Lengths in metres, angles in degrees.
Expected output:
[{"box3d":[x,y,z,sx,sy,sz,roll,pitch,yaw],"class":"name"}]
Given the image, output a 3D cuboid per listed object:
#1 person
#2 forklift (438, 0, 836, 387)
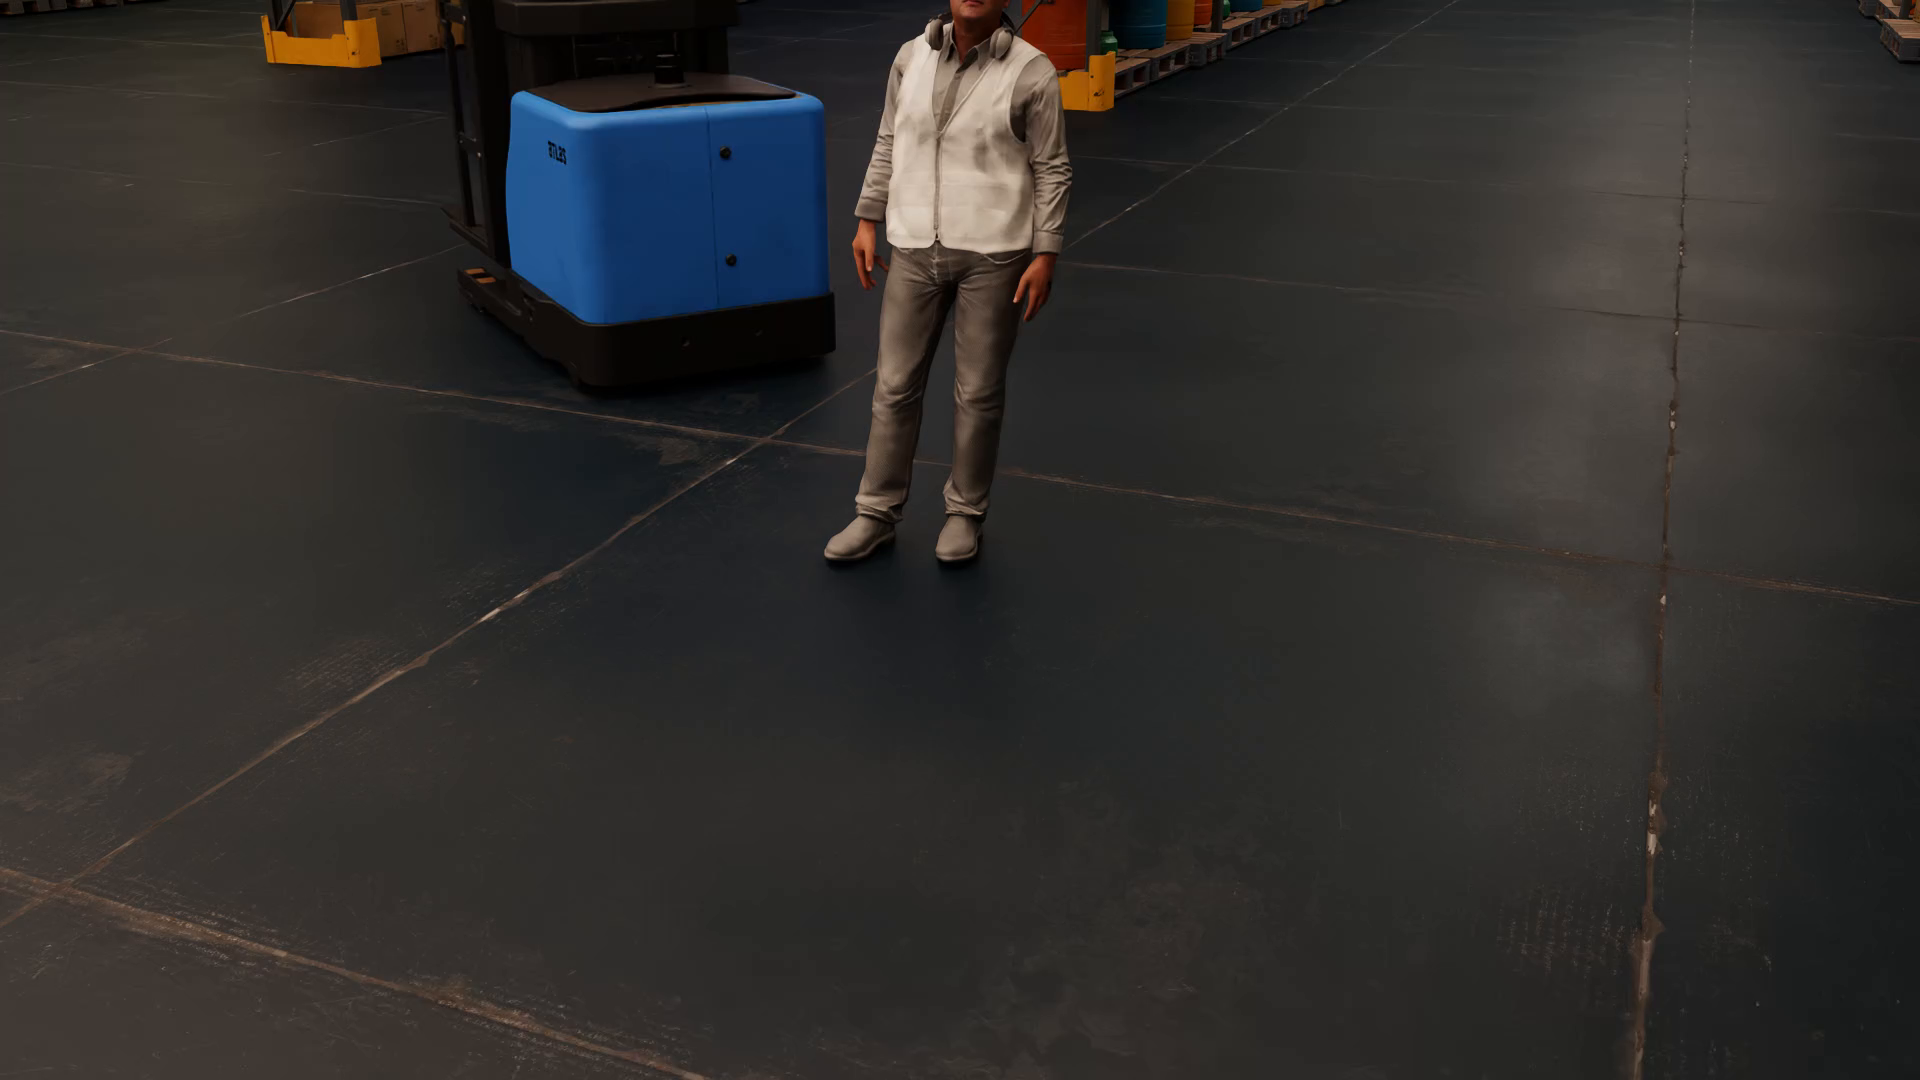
[{"box3d":[-0.031,-0.804,4.698,0.632,1.773,0.568,9,24,21],"class":"person"},{"box3d":[-1.672,-2.457,7.171,1.130,2.935,3.031,-12,26,-27],"class":"forklift"}]
